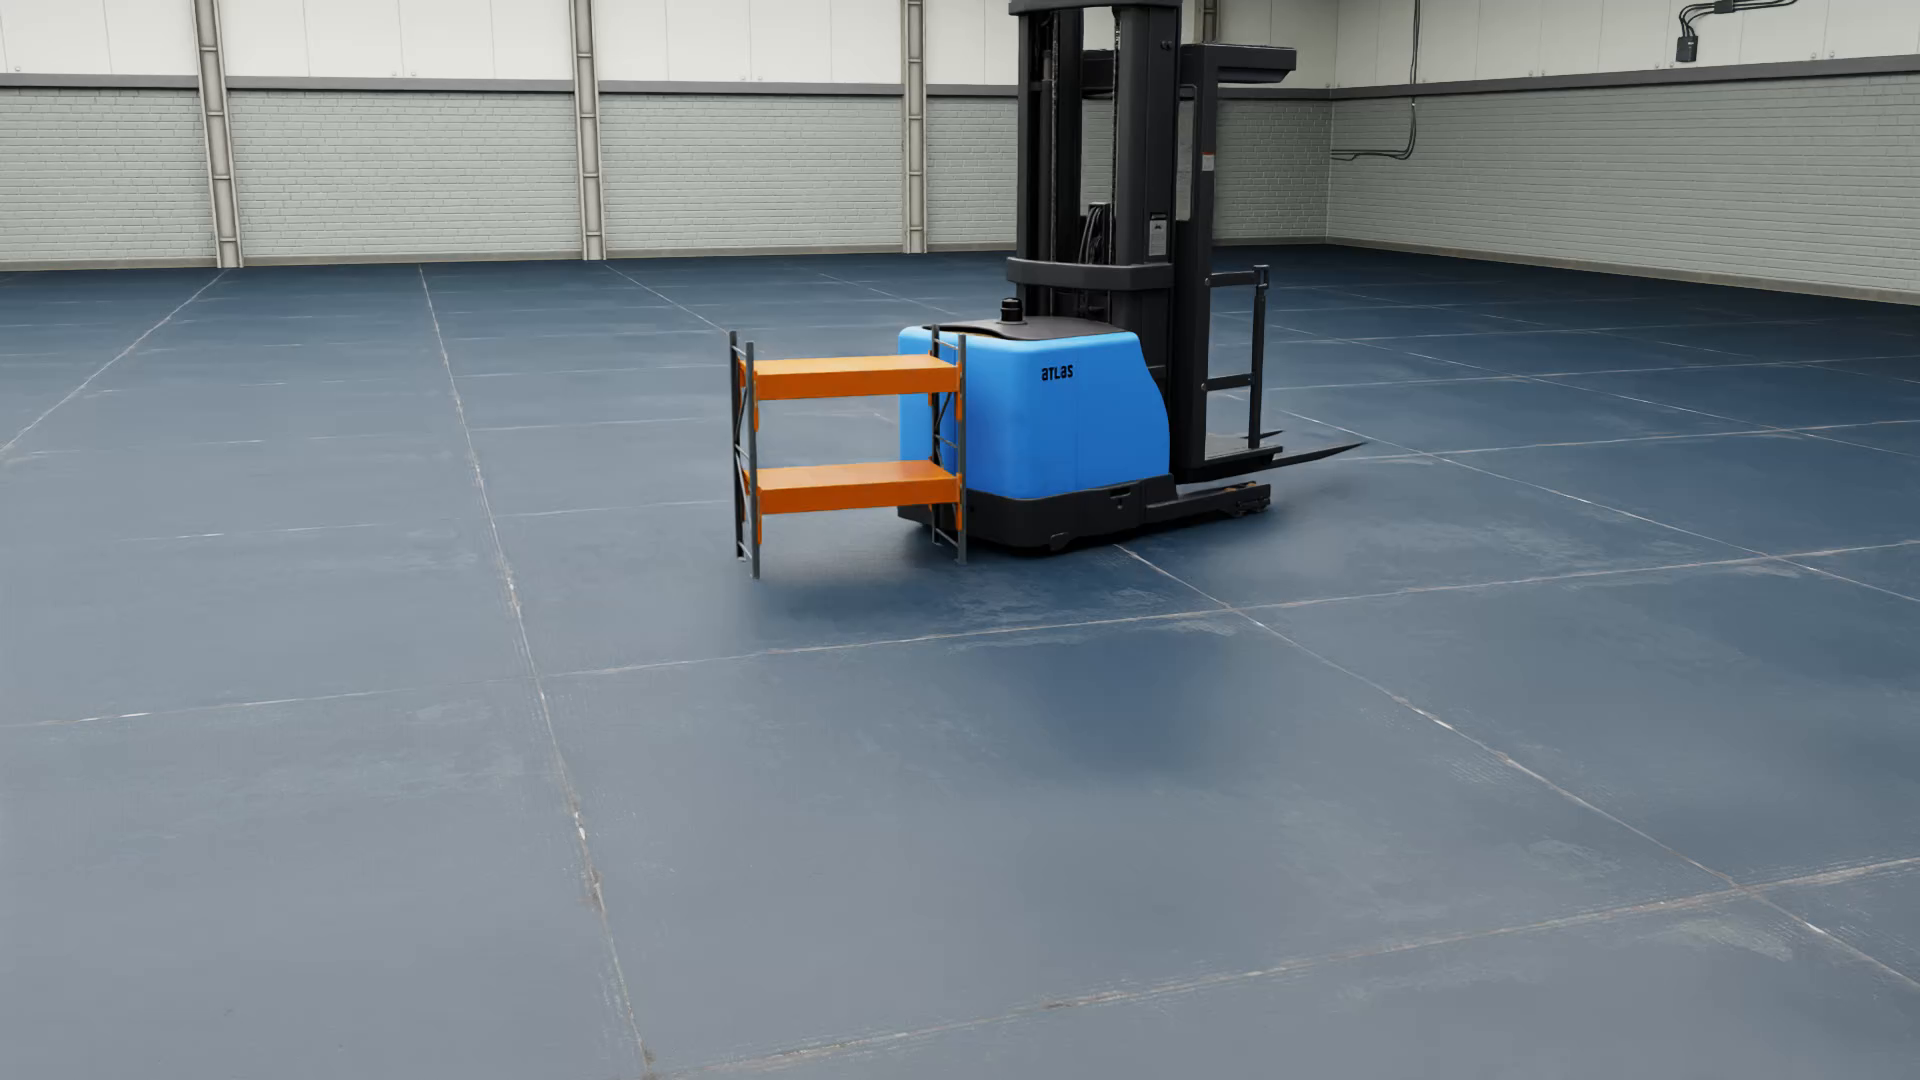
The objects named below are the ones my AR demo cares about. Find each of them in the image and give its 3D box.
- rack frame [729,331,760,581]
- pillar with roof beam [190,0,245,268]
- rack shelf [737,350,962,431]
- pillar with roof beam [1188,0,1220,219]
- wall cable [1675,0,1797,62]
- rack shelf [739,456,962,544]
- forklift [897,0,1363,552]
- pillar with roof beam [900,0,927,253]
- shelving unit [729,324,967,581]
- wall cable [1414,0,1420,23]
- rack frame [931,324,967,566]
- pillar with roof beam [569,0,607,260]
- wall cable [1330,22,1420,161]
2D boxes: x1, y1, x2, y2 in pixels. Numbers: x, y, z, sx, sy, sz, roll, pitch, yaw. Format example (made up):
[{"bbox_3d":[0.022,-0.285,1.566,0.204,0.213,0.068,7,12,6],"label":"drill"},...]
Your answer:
[{"bbox_3d":[-1.029,-0.408,7.929,0.032,1.125,0.500,-4,14,-17],"label":"rack frame"},{"bbox_3d":[-10.864,-8.018,22.906,0.400,9.000,9.100,-4,14,-18],"label":"pillar with roof beam"},{"bbox_3d":[-0.543,-0.728,8.007,1.000,0.278,0.538,-4,14,-17],"label":"rack shelf"},{"bbox_3d":[6.196,-9.347,28.491,0.400,9.000,9.100,-4,14,-18],"label":"pillar with roof beam"},{"bbox_3d":[11.050,-9.790,23.004,0.169,6.003,2.305,-4,14,-18],"label":"wall cable"},{"bbox_3d":[-0.543,-0.205,8.131,1.000,0.278,0.538,-4,14,-17],"label":"rack shelf"},{"bbox_3d":[1.106,-1.630,9.162,3.031,2.935,1.130,-11,18,-40],"label":"forklift"},{"bbox_3d":[0.510,-8.904,26.630,0.400,9.000,9.100,-4,14,-18],"label":"pillar with roof beam"},{"bbox_3d":[-0.543,-0.443,8.075,1.048,1.125,0.538,-4,14,-17],"label":"shelving unit"},{"bbox_3d":[8.900,-10.571,29.436,0.112,2.526,3.097,-4,14,-18],"label":"wall cable"},{"bbox_3d":[-0.057,-0.478,8.221,0.032,1.125,0.500,-4,14,-17],"label":"rack frame"},{"bbox_3d":[-5.177,-8.461,24.768,0.400,9.000,9.100,-4,14,-18],"label":"pillar with roof beam"},{"bbox_3d":[8.037,-8.708,32.515,0.112,2.526,3.097,-4,14,-18],"label":"wall cable"}]
